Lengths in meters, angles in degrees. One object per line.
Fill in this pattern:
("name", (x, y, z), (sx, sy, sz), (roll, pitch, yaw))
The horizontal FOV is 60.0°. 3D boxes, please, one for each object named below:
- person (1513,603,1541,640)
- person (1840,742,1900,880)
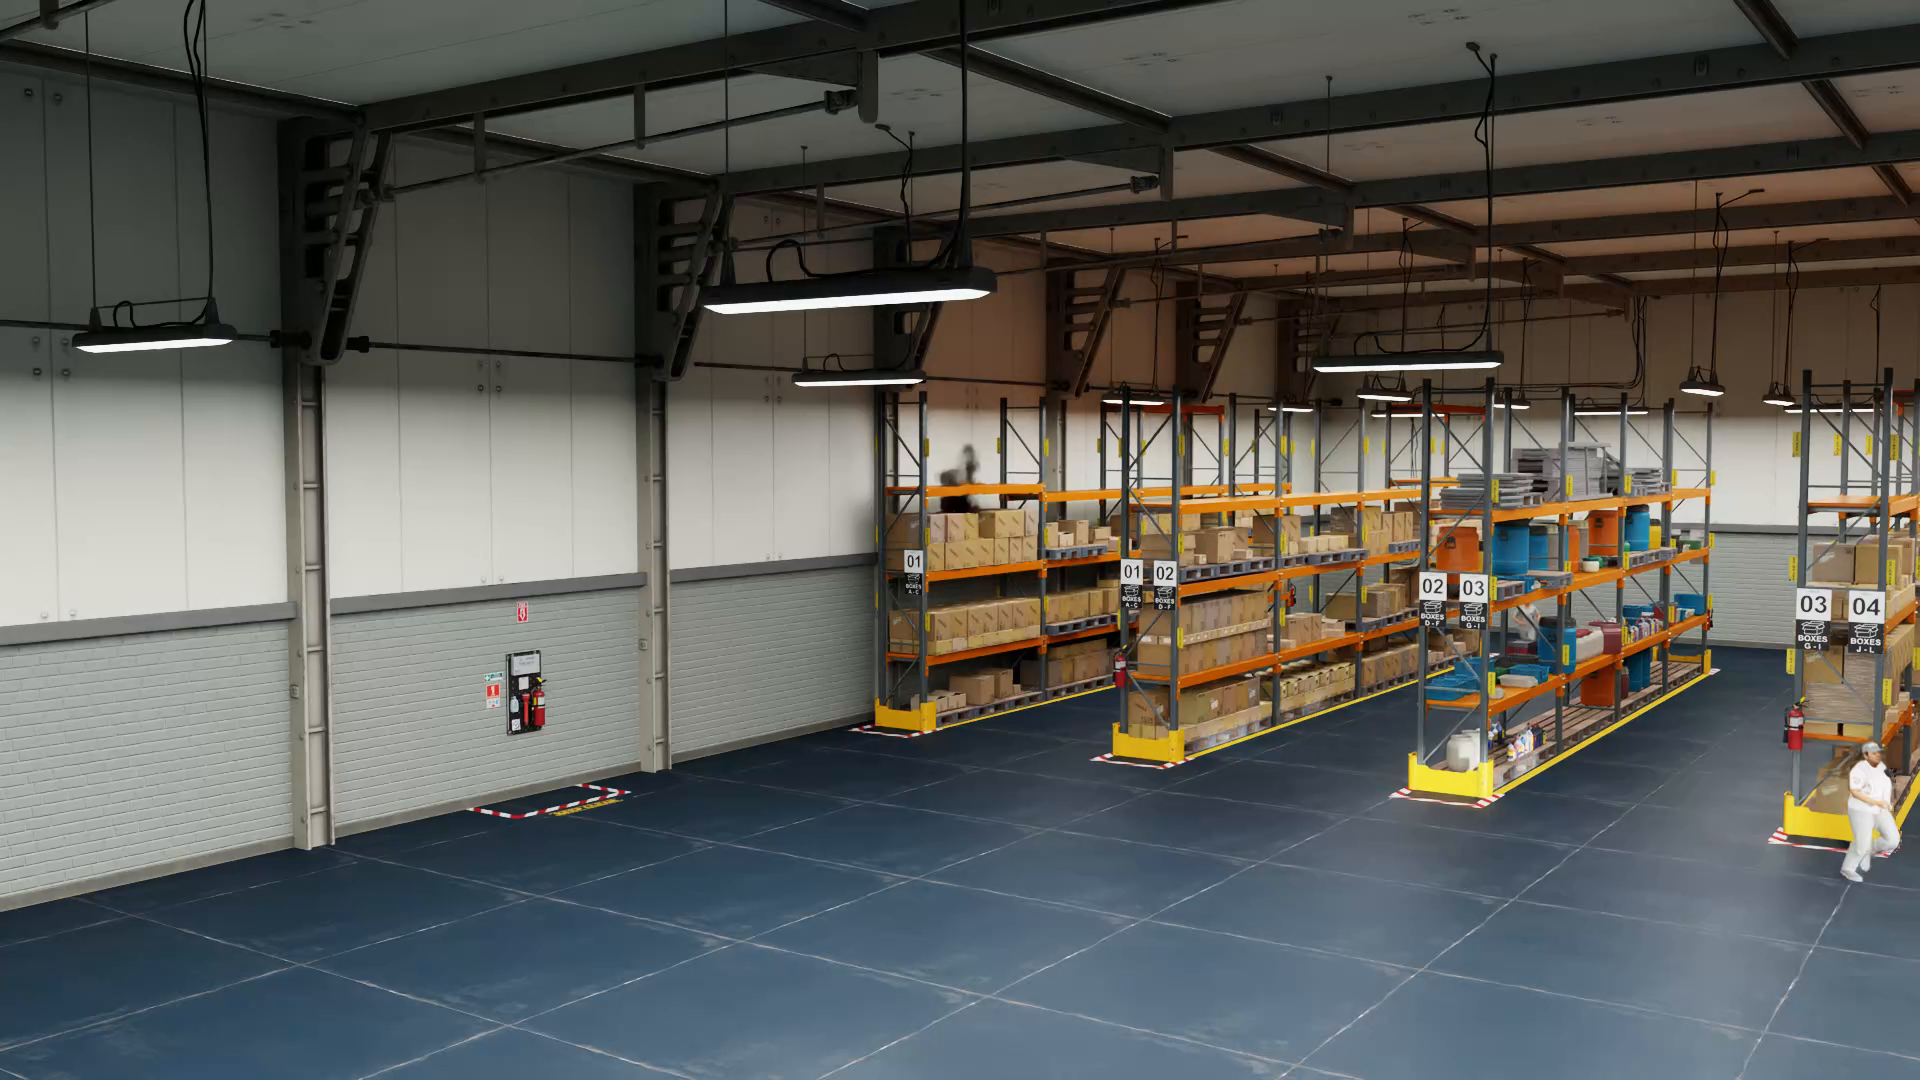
("person", (12.875, 2.083, 37.785), (0.612, 1.700, 0.839), (1, 3, 15))
("person", (10.515, 3.131, 19.146), (0.638, 1.627, 0.674), (-1, 3, -15))
